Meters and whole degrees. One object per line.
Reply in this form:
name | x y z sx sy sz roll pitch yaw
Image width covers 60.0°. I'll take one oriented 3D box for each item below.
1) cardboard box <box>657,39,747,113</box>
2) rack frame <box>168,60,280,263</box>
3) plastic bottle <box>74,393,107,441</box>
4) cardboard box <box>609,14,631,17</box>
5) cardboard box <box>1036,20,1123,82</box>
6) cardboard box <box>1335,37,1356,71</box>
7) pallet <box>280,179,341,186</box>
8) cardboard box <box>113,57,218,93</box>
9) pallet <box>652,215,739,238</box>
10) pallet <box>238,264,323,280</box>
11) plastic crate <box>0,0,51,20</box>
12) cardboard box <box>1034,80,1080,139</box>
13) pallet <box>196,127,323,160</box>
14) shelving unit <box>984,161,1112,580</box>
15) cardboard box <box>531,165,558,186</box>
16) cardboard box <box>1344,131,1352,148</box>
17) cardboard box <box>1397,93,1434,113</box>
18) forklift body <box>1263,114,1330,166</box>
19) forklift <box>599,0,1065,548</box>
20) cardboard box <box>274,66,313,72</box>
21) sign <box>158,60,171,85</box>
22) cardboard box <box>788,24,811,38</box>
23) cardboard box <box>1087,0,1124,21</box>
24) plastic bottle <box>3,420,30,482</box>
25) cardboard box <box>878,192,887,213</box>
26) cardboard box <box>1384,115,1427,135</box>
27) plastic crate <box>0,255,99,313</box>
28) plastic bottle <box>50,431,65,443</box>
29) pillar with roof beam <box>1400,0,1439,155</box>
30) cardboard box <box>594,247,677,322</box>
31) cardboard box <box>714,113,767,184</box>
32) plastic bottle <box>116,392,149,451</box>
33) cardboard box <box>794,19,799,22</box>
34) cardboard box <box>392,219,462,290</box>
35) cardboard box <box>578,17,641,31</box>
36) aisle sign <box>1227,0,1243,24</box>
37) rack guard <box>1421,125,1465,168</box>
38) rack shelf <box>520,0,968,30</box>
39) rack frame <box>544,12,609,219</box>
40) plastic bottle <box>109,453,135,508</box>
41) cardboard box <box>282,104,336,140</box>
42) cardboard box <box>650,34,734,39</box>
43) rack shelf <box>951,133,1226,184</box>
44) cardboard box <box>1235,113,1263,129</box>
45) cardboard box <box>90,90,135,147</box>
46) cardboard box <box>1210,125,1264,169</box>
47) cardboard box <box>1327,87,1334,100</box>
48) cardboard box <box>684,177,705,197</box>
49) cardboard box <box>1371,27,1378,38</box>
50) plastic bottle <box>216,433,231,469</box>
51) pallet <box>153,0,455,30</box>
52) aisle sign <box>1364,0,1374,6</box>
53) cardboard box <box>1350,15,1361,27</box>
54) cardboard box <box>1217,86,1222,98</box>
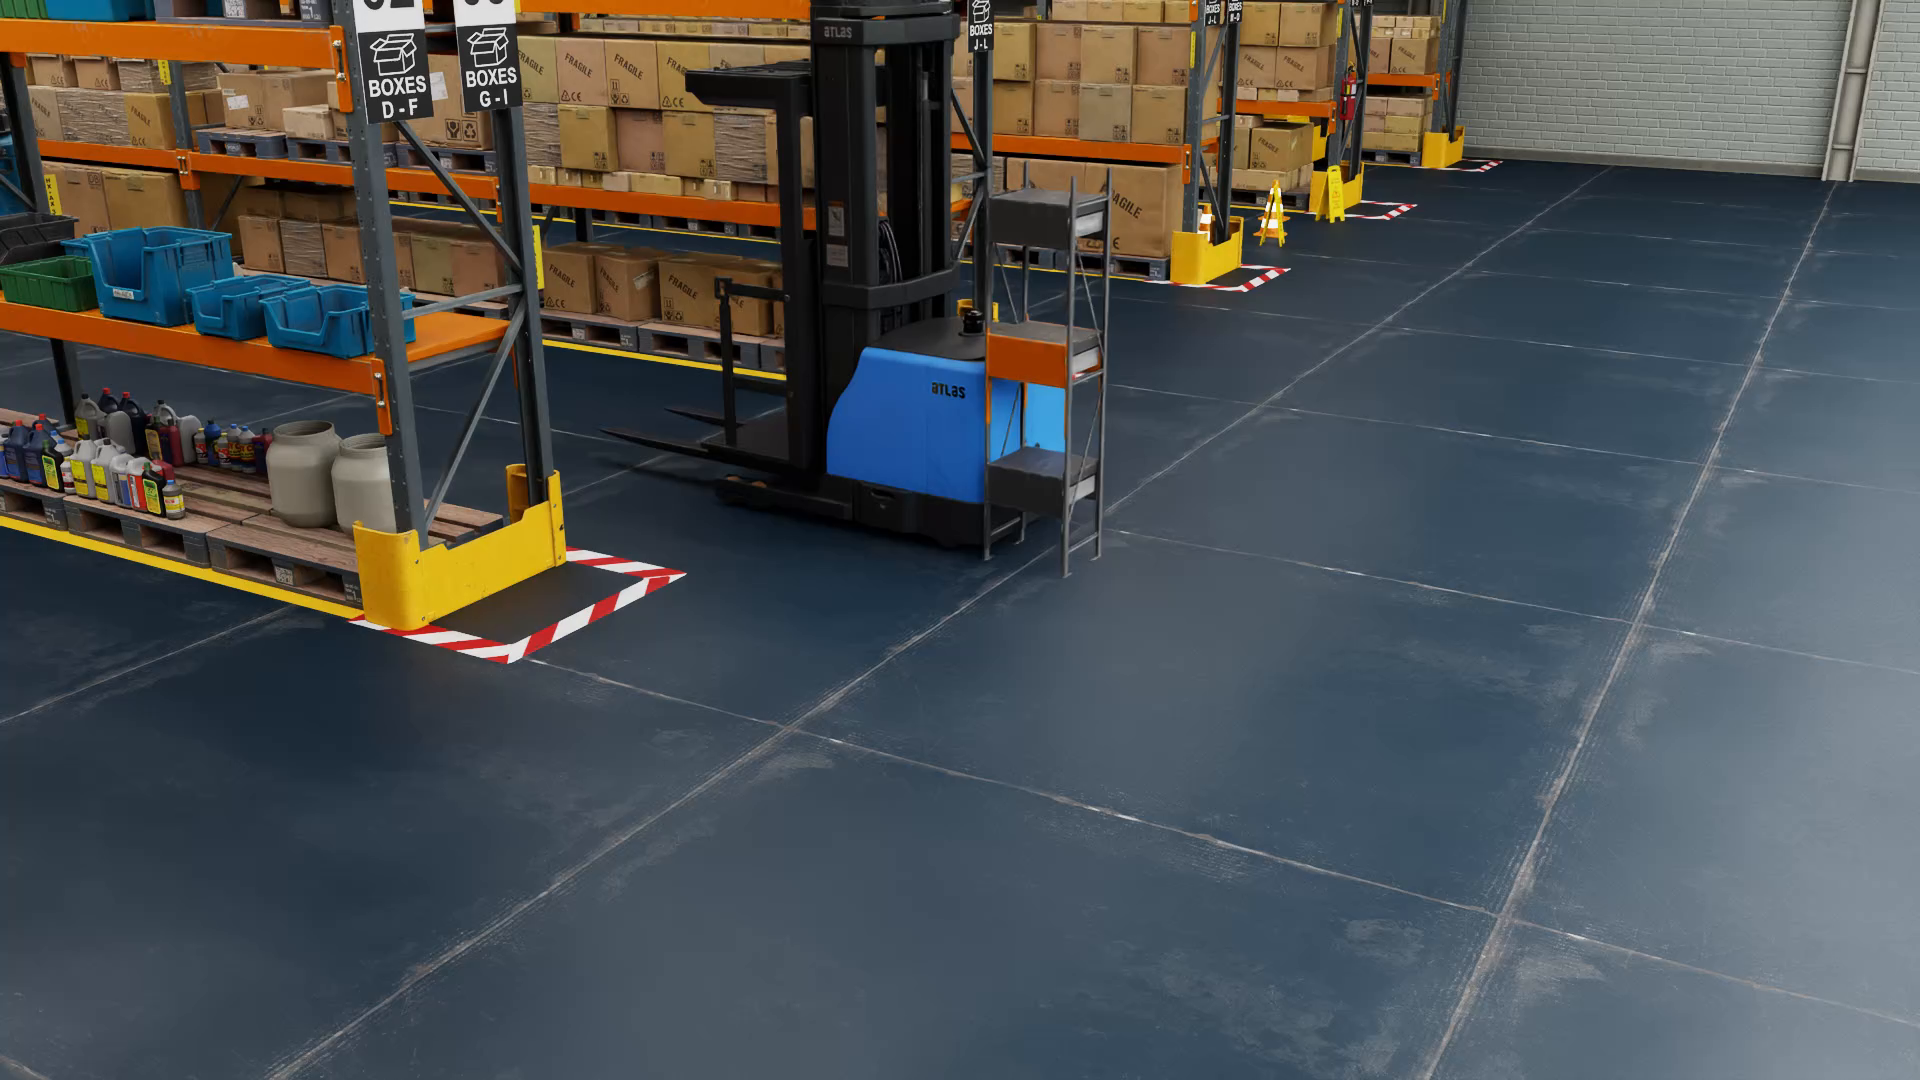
cardboard box | -1.956 -3.560 12.732 0.500 0.500 0.500 11 23 27
rack frame | -7.032 -3.965 15.897 0.127 3.000 1.000 11 23 27
plastic bottle | -5.323 -0.723 10.198 0.185 0.351 0.144 11 23 27
cardboard box | -4.990 -7.862 25.028 0.500 0.500 0.500 11 22 27
cardboard box | 1.206 -4.943 16.791 0.550 0.550 0.875 11 23 27
cardboard box | 5.749 -7.288 24.911 0.500 0.500 0.500 10 22 26
pallet | -8.621 -4.880 22.510 1.213 0.211 1.003 11 23 27
cardboard box | -7.663 -4.610 16.058 0.637 0.503 0.797 12 23 29
pallet | -2.813 -3.757 19.414 1.213 0.211 1.003 11 23 27
pallet | -6.351 -2.524 16.013 1.213 0.211 1.003 11 23 27
plastic crate | -4.711 -2.792 8.576 0.450 0.188 0.336 11 23 27
cardboard box | 1.194 -4.429 16.955 0.550 0.550 0.875 11 23 27
pallet | -6.358 -3.788 15.691 1.003 0.211 1.213 11 23 27
shelving unit | 0.449 -0.880 8.711 0.503 2.100 0.431 13 23 31
cardboard box | -3.287 -3.011 13.636 0.250 0.149 0.380 11 23 27
cardboard box | 5.776 -6.124 25.264 0.500 0.250 0.500 11 23 28
cardboard box | 6.875 -6.574 25.041 0.500 0.250 0.500 10 22 26
forklift body | 4.657 -6.436 23.955 1.214 2.155 2.313 11 23 27
forklift | -0.864 -1.696 9.741 3.031 2.935 1.130 12 23 31
cardboard box | -8.577 -6.273 21.677 0.500 0.500 0.500 11 23 27
sign | -7.300 -4.344 15.243 0.005 0.325 0.100 11 23 27
cardboard box | -1.469 -5.358 18.123 0.500 0.500 0.700 10 22 26
cardboard box | 2.006 -6.678 21.326 0.500 0.500 0.700 11 23 28
plastic bottle | -5.453 -0.529 9.665 0.185 0.351 0.144 11 23 29
cardboard box | -0.398 -2.503 12.234 0.250 0.149 0.380 11 23 27
cardboard box | 6.625 -6.191 24.717 0.500 0.250 0.500 10 22 27
plastic crate | -4.908 -1.416 9.181 0.662 0.188 0.450 11 23 27
plastic bottle | -5.268 -0.504 9.711 0.097 0.271 0.097 0 20 0
pillar with roof beam | 4.934 -8.986 20.941 0.400 9.000 9.100 11 23 27
cardboard box | -2.707 -2.151 13.946 0.500 0.500 0.500 -17 26 -39
cardboard box | -1.425 -3.065 12.832 0.500 0.500 0.875 11 23 27
plastic bottle | -5.085 -0.734 10.229 0.185 0.351 0.144 10 22 25
cardboard box | -2.511 -7.587 24.270 0.500 0.500 0.500 10 22 26
cardboard box | -4.962 -2.618 15.204 0.500 0.500 0.700 9 22 23
cardboard box | -4.138 -5.864 19.520 0.500 0.500 0.700 11 23 27
aisle sign | 2.667 -5.394 16.024 0.004 0.787 0.394 11 23 27
rack guard | 7.223 -5.884 24.853 0.348 0.500 1.175 11 23 27
rack shelf | -1.794 -4.039 12.758 4.000 0.370 1.077 11 23 27
rack frame | -4.525 -5.425 19.922 0.127 3.000 1.000 11 23 27
plastic bottle | -4.609 -0.335 9.238 0.135 0.276 0.152 10 22 26
cardboard box | -5.681 -3.745 14.894 0.500 0.250 0.500 10 22 26
cardboard box | -2.140 -3.798 13.387 0.500 0.500 0.500 11 23 27
rack shelf | 0.713 -4.089 17.294 4.000 0.370 1.077 11 23 27
cardboard box | 3.605 -5.244 20.788 0.250 0.149 0.380 12 23 29
cardboard box | -8.016 -4.105 16.136 0.500 0.500 0.500 11 22 27
cardboard box | 3.501 -4.984 21.022 0.500 0.500 0.500 12 23 29
cardboard box | 4.589 -5.585 20.731 0.250 0.149 0.380 11 23 28
cardboard box | -1.943 -2.783 13.007 0.250 0.149 0.380 11 23 27
cardboard box | 6.118 -7.529 24.624 0.250 0.149 0.380 11 22 27
plastic bottle | -4.368 -0.536 9.902 0.097 0.201 0.097 0 20 0
pallet | -3.138 -2.648 8.145 1.213 0.211 1.003 11 23 27
aisle sign | 4.990 -6.889 20.145 0.004 0.787 0.394 11 23 27
cardboard box | 5.852 -7.693 24.640 0.250 0.149 0.380 11 23 29
cardboard box | 3.203 -5.657 20.930 0.250 0.149 0.380 11 22 27
